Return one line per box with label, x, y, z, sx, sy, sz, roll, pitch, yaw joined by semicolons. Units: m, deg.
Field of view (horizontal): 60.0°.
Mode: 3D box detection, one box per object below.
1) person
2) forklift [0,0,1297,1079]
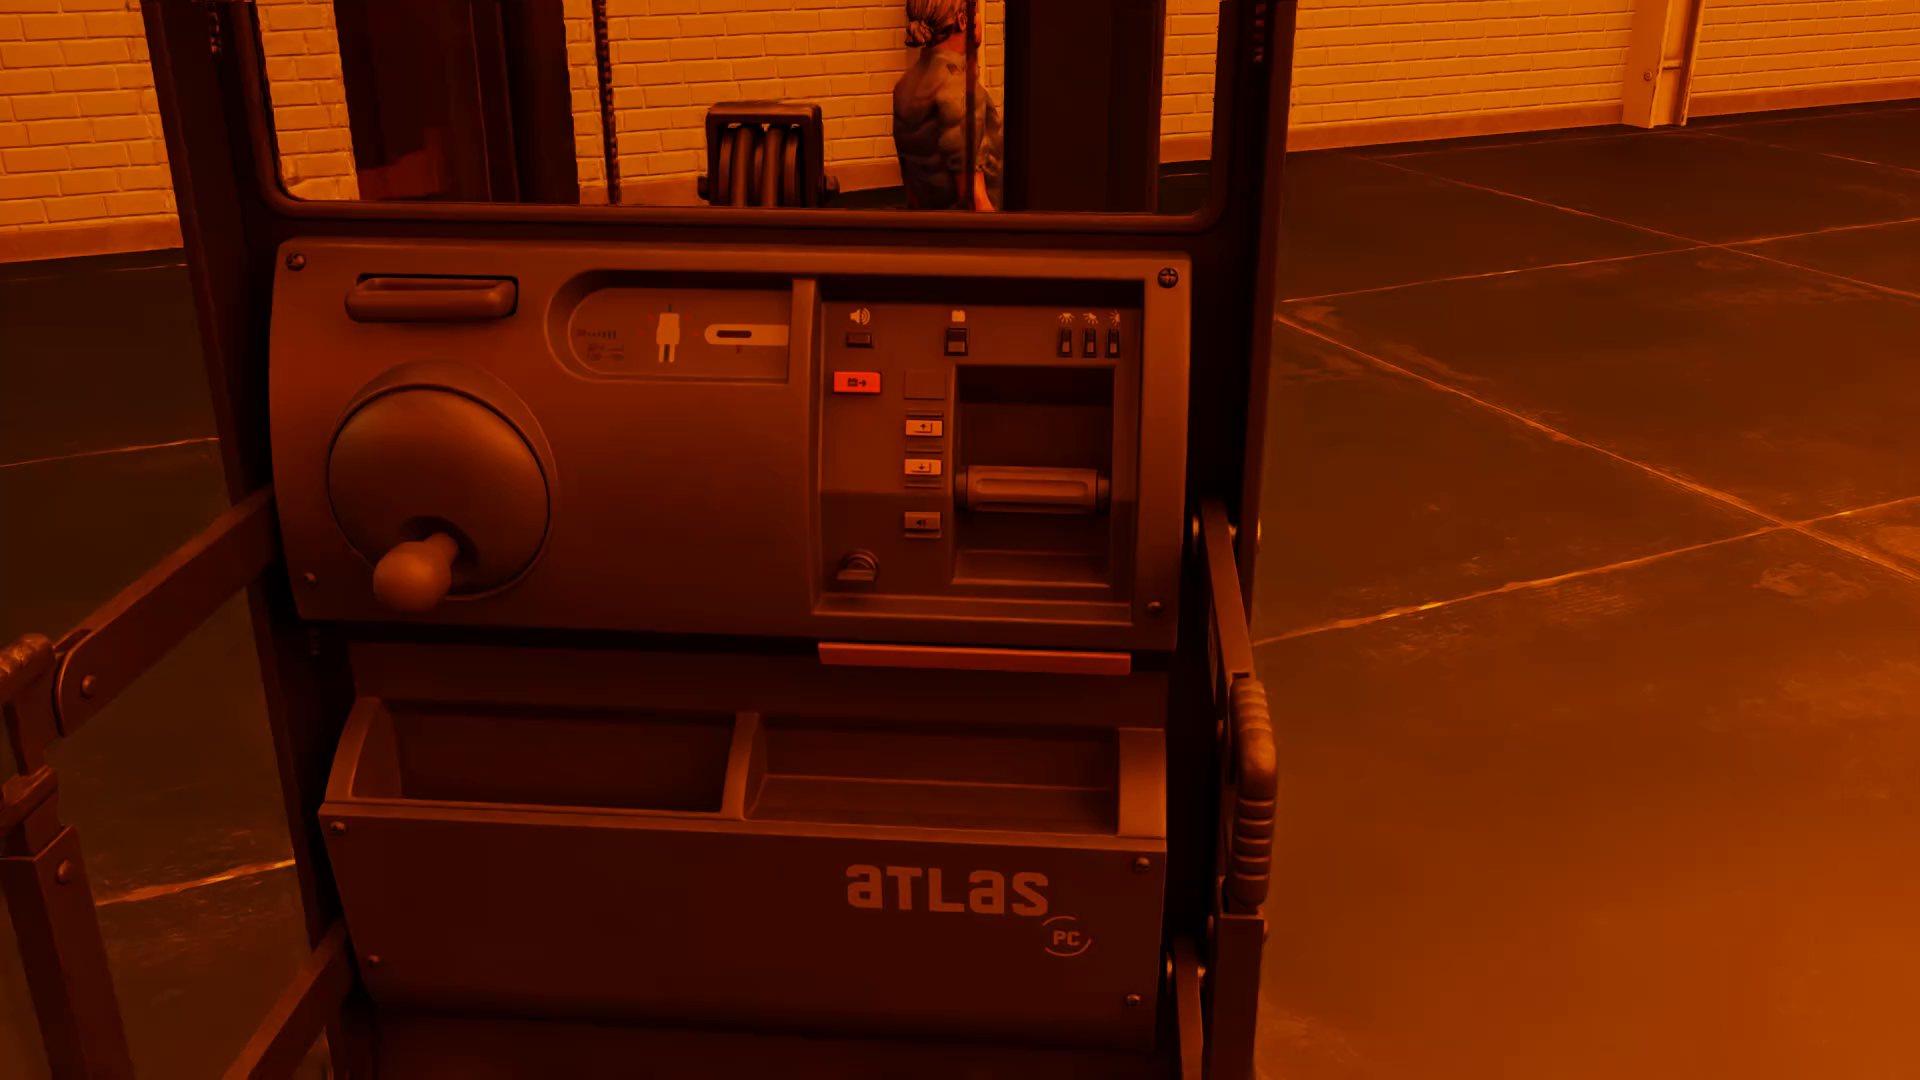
person;0.088;-0.778;4.805;0.503;1.656;0.570;-10;25;-23
forklift;-0.253;-0.082;1.483;1.130;2.935;3.031;2;23;4
